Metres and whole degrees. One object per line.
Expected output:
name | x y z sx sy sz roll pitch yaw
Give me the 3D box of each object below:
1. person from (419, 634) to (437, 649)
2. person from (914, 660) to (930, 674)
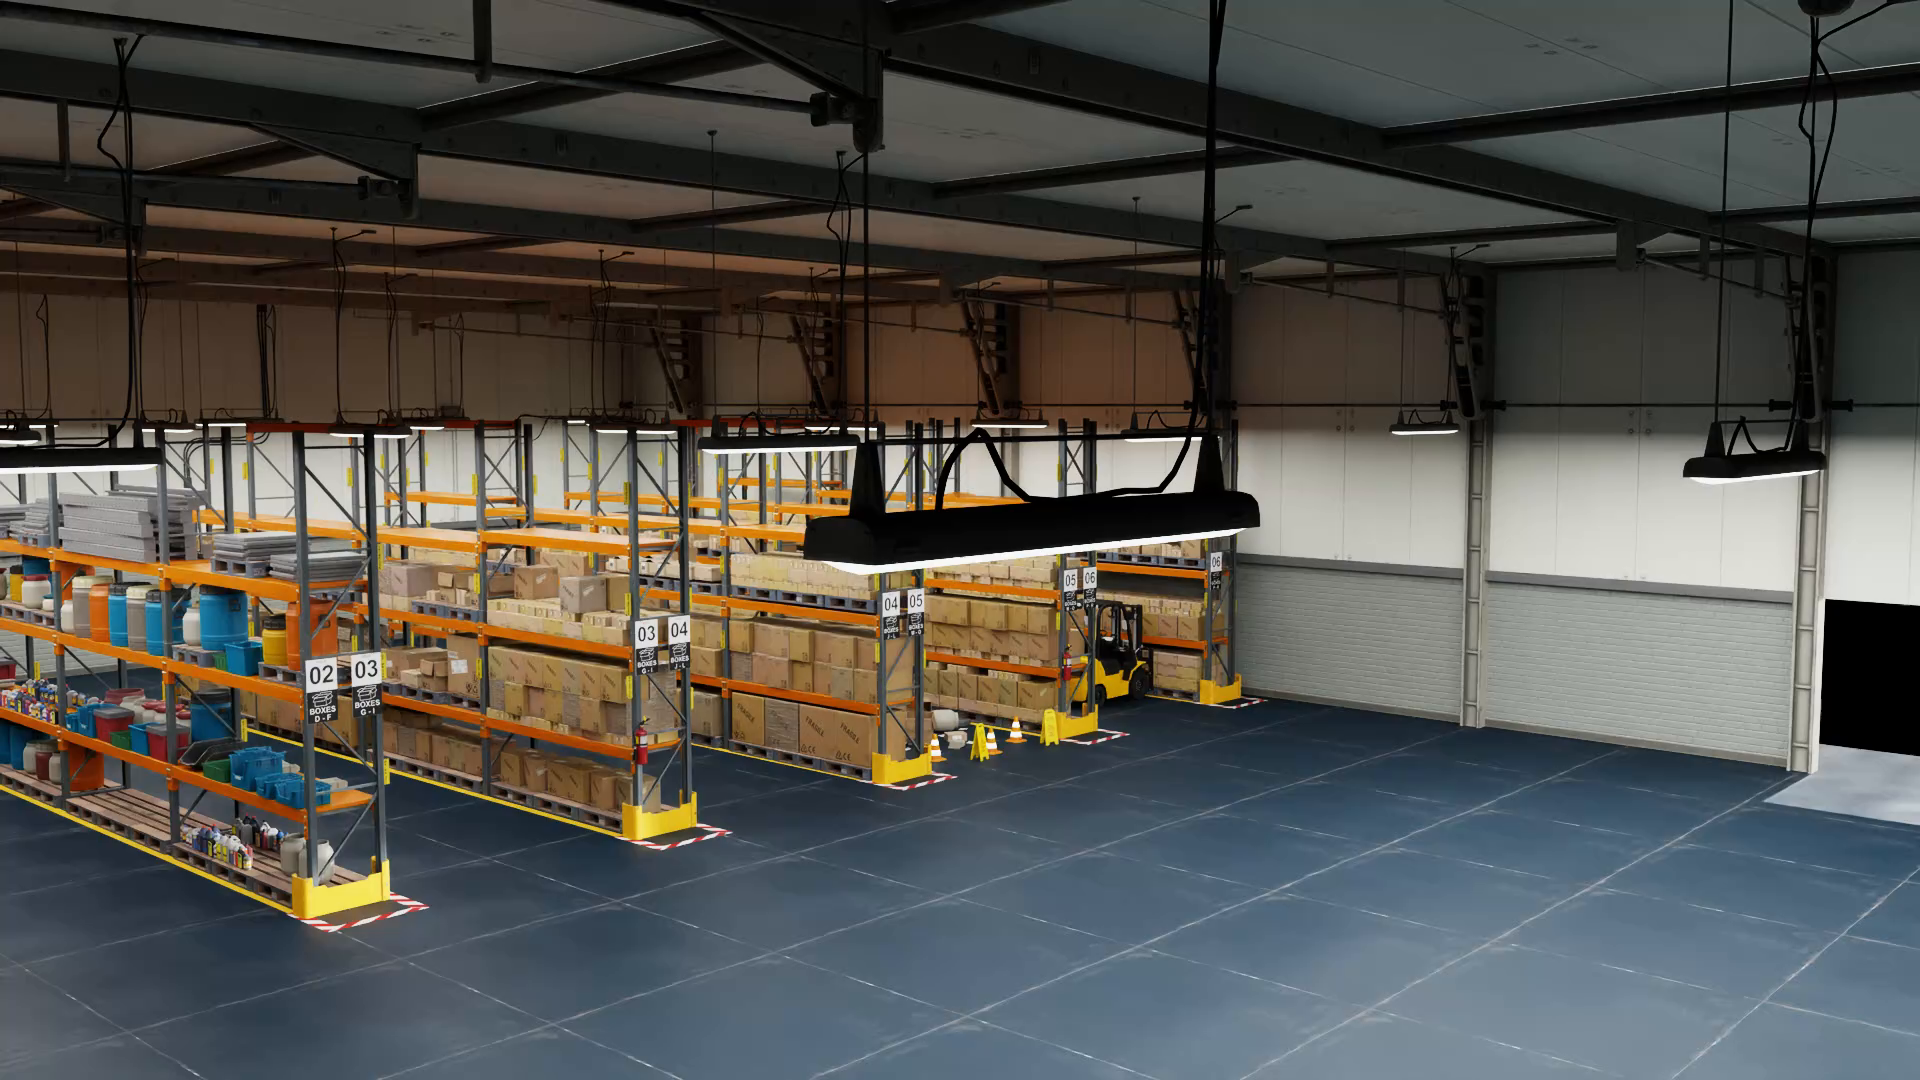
person | -13.033 2.143 40.691 0.392 1.740 0.545 4 6 44
person | -0.889 2.310 37.400 0.735 1.640 0.471 4 6 38
